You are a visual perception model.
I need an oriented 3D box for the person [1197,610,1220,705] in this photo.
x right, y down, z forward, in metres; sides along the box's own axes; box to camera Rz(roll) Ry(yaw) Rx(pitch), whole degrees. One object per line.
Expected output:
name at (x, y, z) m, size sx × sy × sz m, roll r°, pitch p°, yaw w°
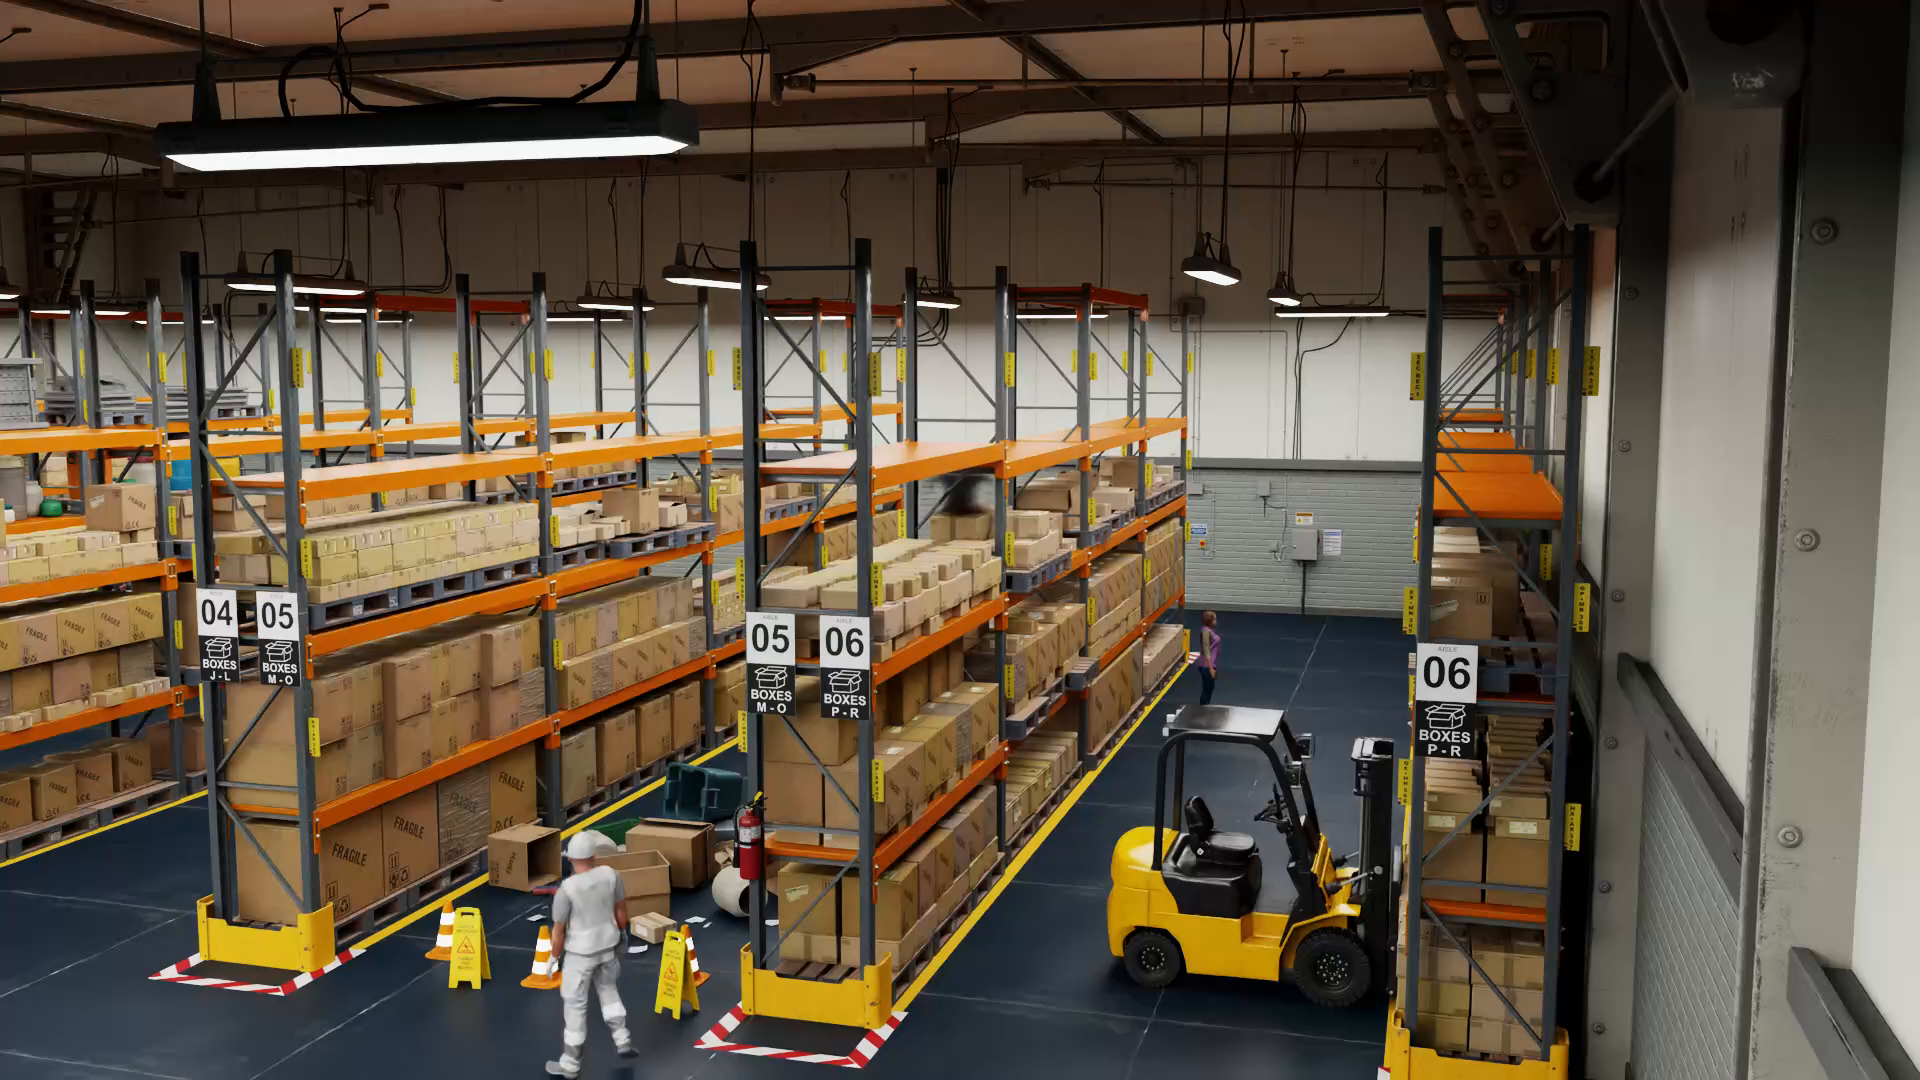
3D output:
person at (3.491, 1.778, 23.234) m, size 0.359 × 1.617 × 0.477 m, roll 2°, pitch 7°, yaw 15°

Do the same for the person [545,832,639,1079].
person at (-2.654, 2.940, 11.924) m, size 0.519 × 1.784 × 0.635 m, roll 5°, pitch 8°, yaw 40°
